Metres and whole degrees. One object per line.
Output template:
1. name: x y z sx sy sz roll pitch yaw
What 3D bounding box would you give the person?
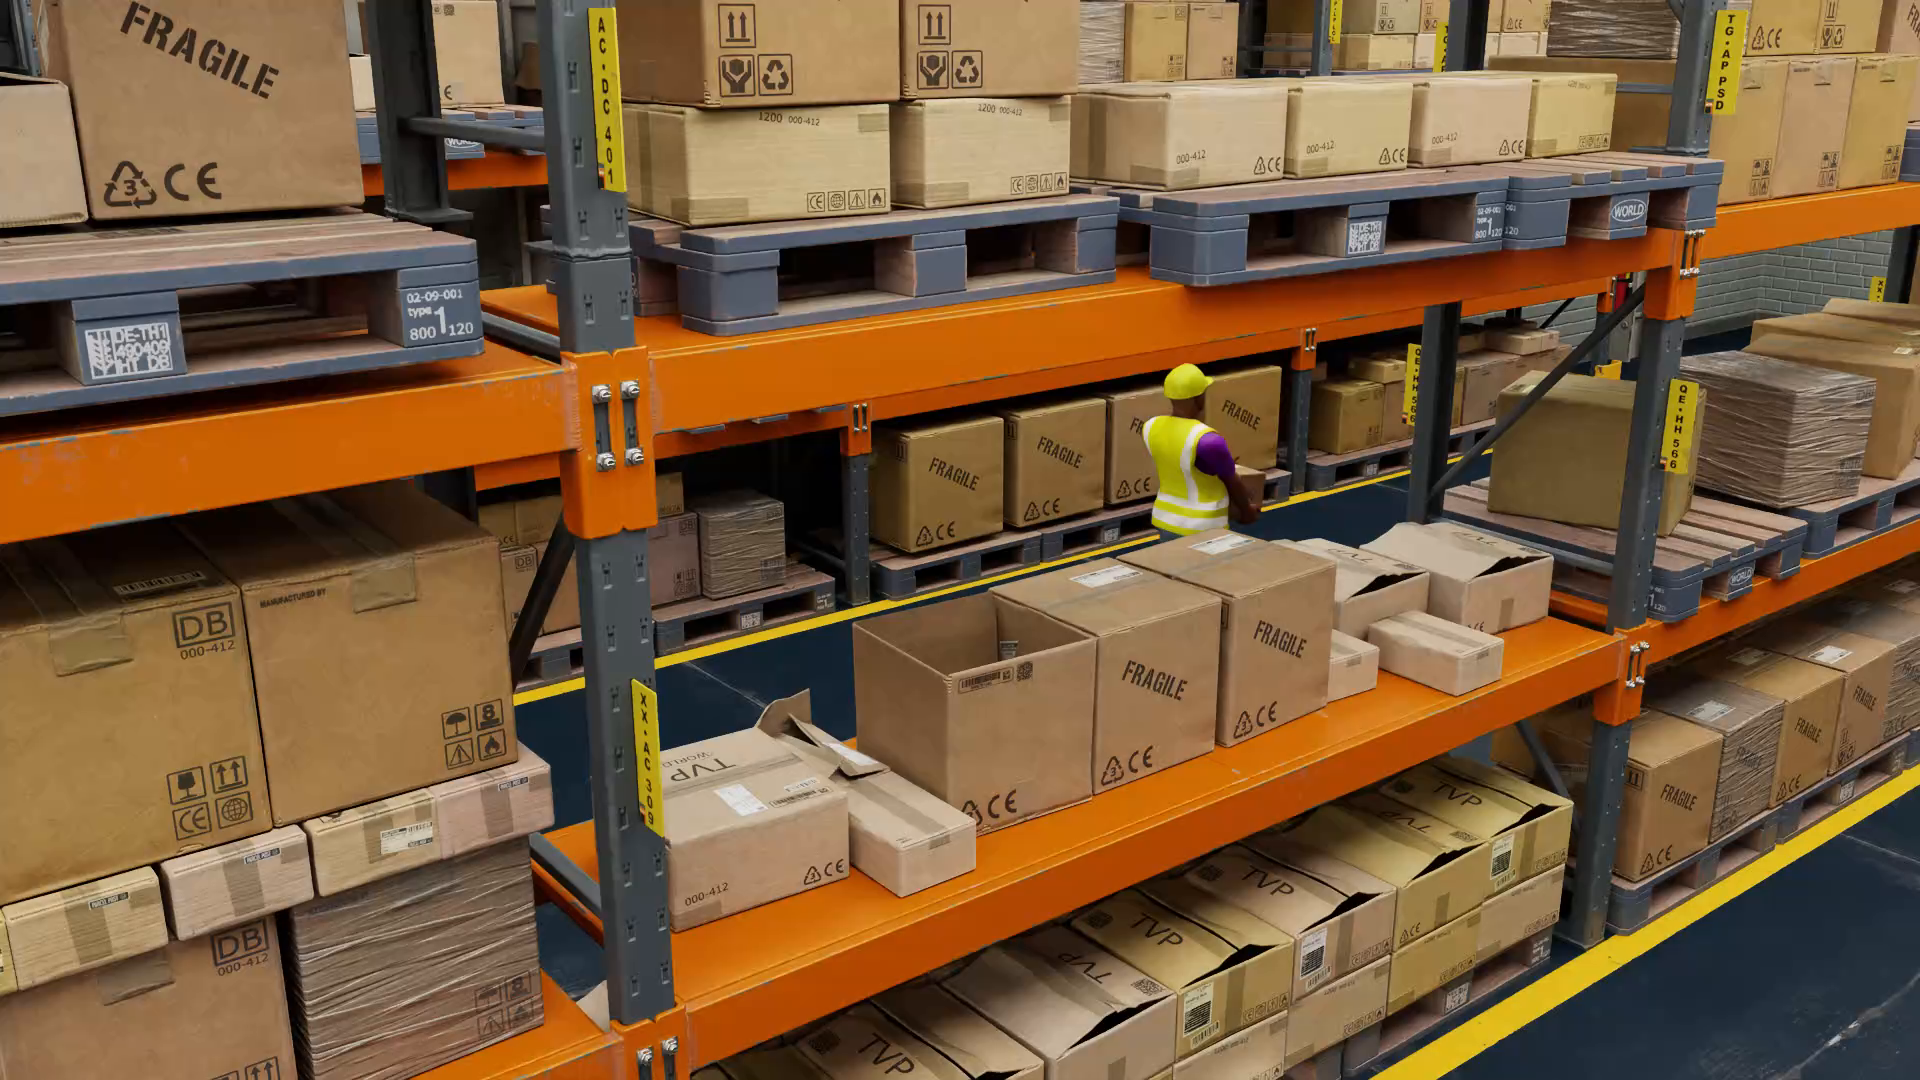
1. person: 1.275 -0.078 8.768 0.577 1.760 0.503 -13 22 -36
